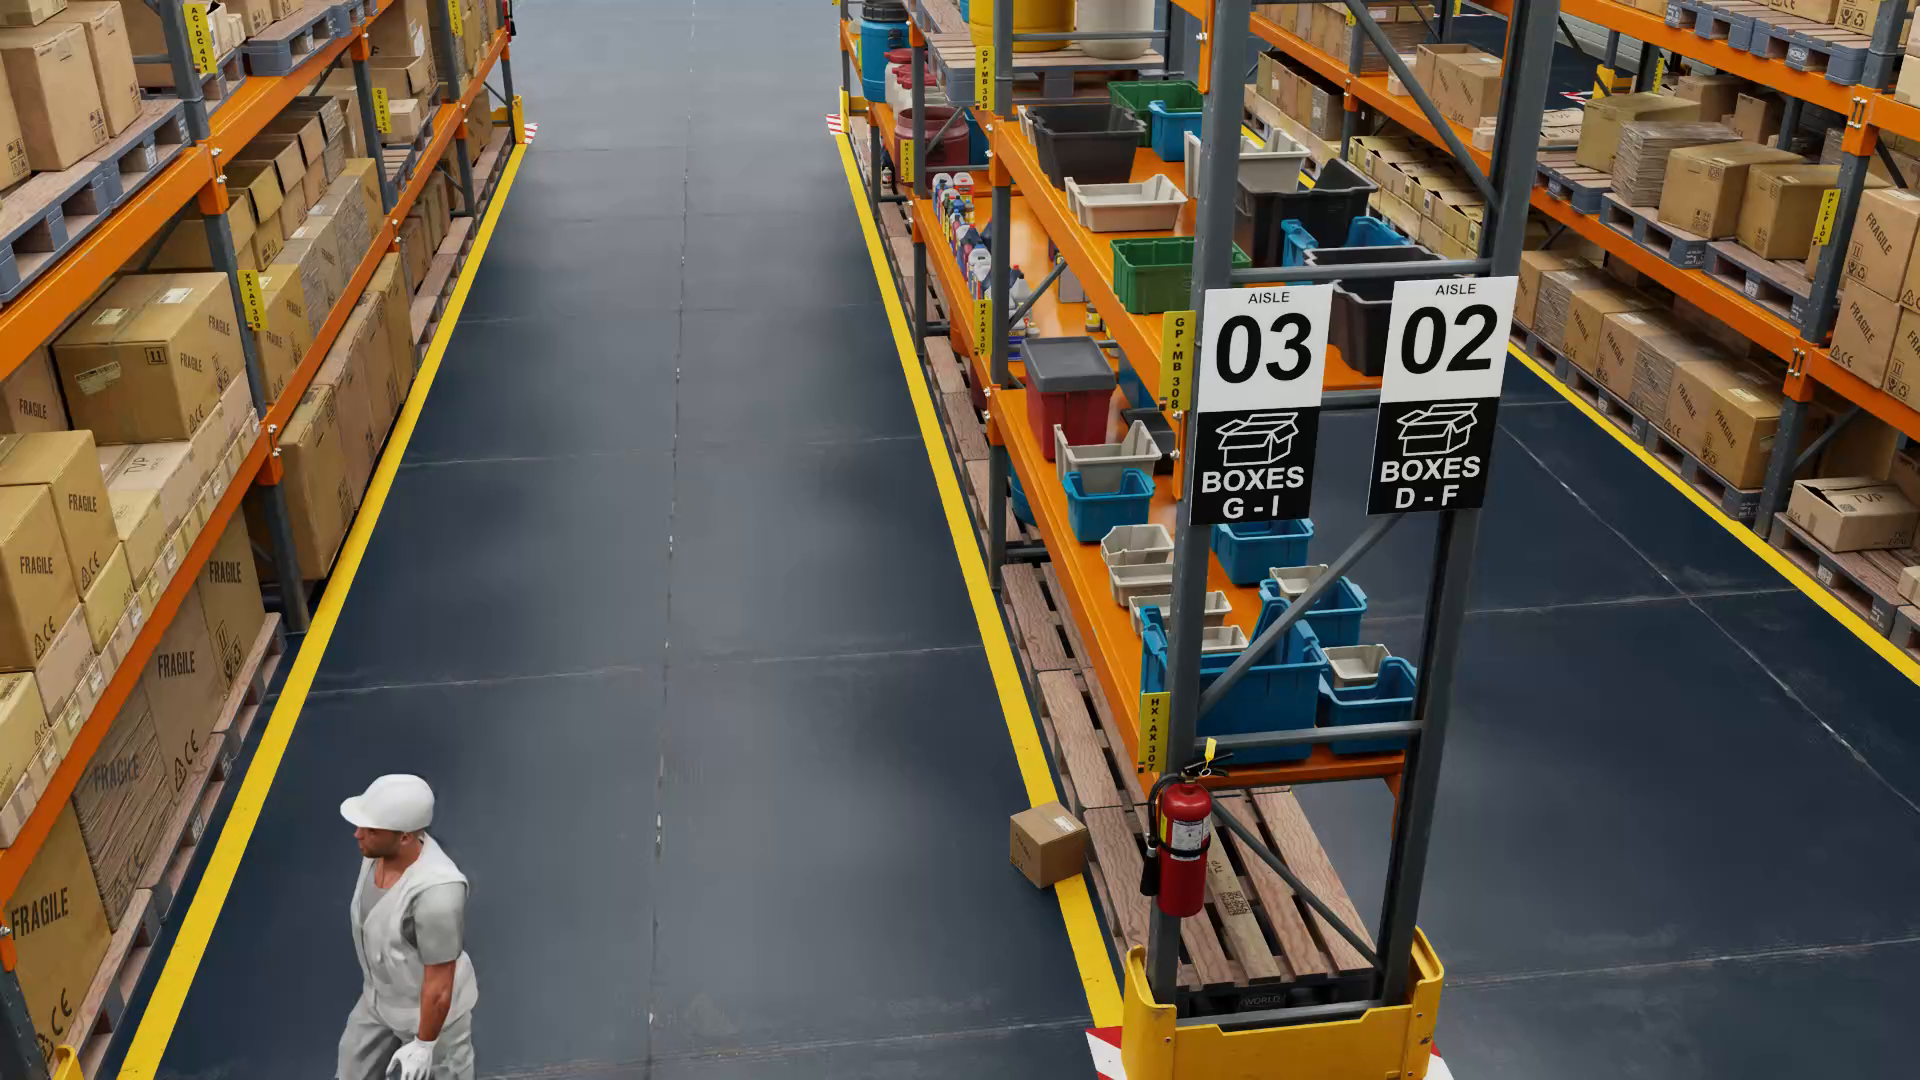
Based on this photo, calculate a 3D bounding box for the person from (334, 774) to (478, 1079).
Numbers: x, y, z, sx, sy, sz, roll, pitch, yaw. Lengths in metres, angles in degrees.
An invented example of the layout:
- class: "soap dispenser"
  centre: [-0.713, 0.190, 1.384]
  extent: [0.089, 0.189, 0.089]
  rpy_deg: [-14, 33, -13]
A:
- class: "person"
  centre: [-1.821, 1.560, 5.486]
  extent: [0.531, 1.813, 0.468]
  rpy_deg: [24, 35, 39]
